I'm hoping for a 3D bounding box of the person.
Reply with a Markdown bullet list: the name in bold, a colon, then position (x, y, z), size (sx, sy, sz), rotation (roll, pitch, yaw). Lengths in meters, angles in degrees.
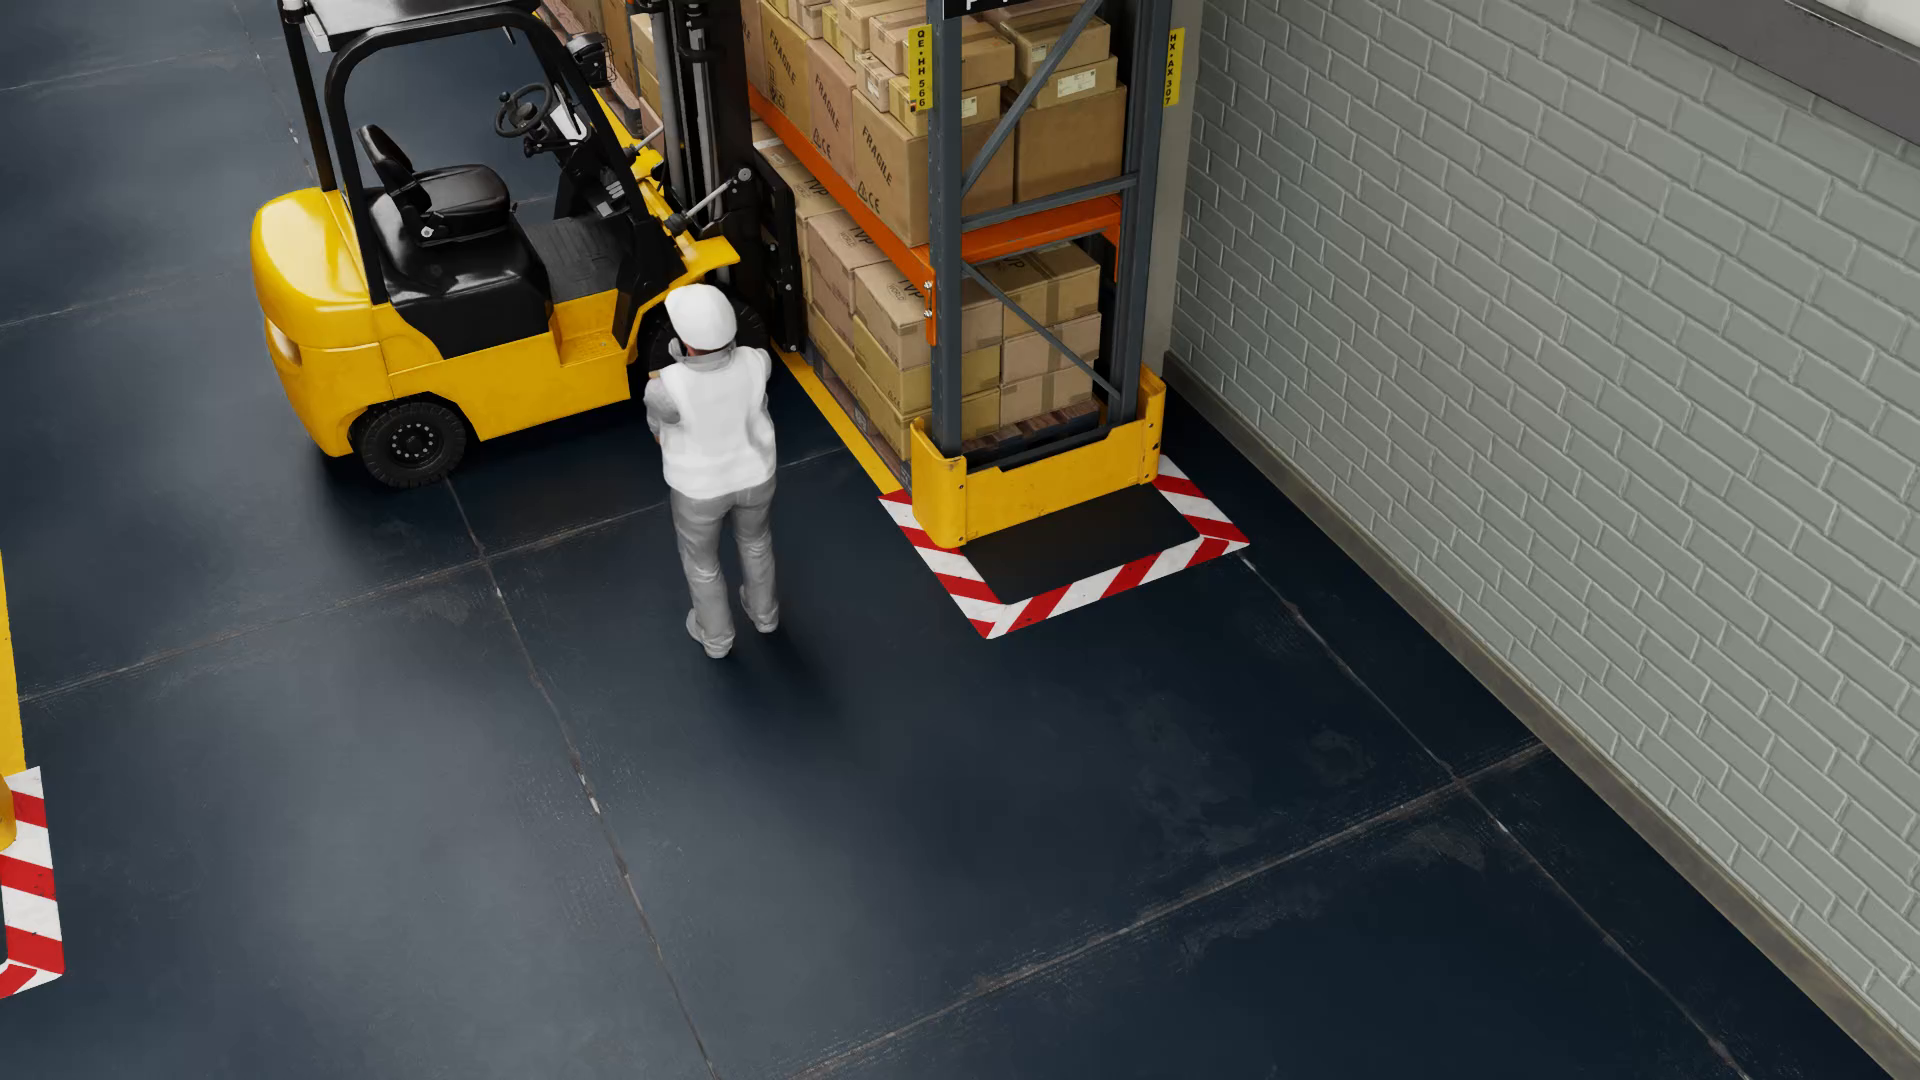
- **person**: position (-0.954, -0.272, 6.450), size (0.592, 1.773, 0.457), rotation (-21, 45, -22)
